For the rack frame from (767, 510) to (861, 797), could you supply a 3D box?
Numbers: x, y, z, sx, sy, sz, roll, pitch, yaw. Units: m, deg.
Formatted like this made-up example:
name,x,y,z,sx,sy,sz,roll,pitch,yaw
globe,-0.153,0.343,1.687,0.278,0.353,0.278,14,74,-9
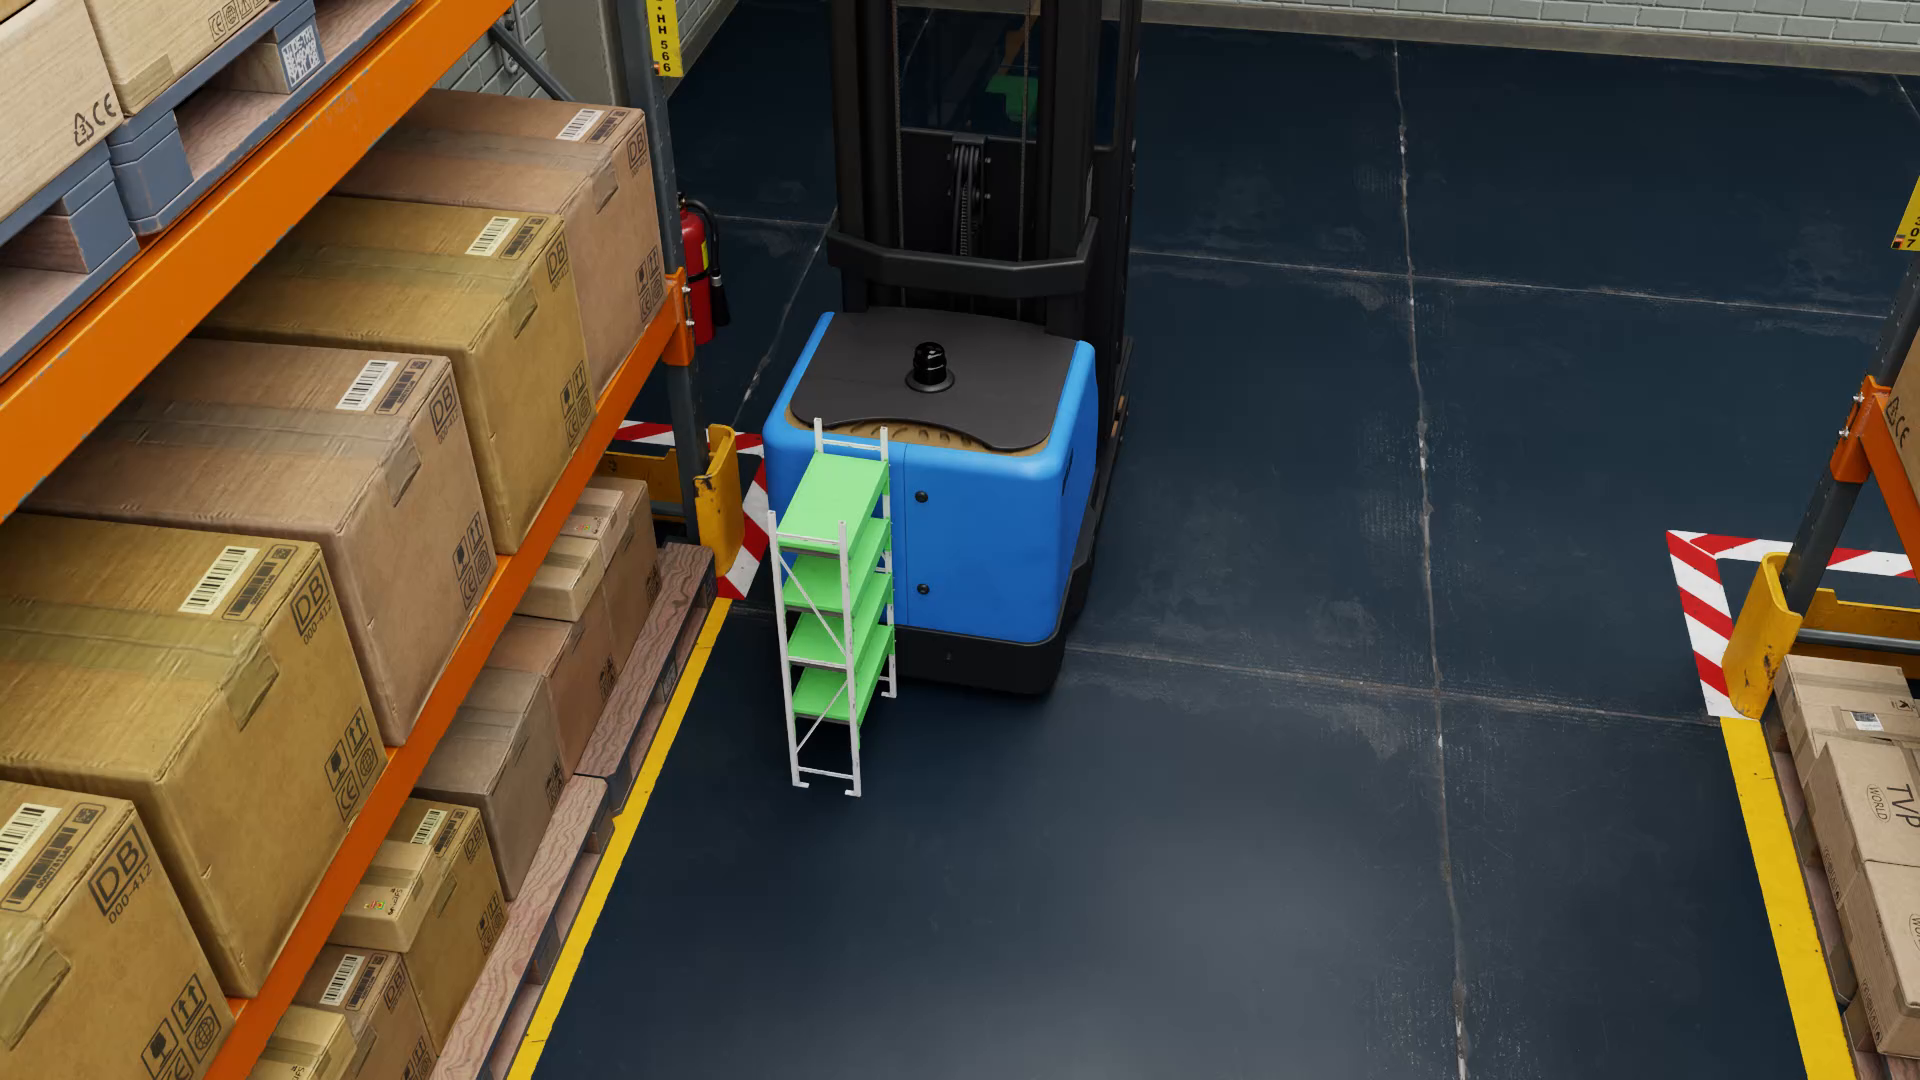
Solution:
name,x,y,z,sx,sy,sz,roll,pitch,yaw
rack frame,-0.457,0.395,5.331,0.240,1.200,0.015,8,40,10

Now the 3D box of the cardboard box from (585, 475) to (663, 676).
name,x,y,z,sx,sy,sz,roll,pitch,yaw
cardboard box,-1.497,0.097,5.911,0.700,0.500,0.500,6,40,8

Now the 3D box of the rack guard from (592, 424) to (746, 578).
name,x,y,z,sx,sy,sz,roll,pitch,yaw
rack guard,-1.470,-0.207,6.607,1.175,0.500,0.348,6,40,8

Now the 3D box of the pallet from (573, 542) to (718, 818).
name,x,y,z,sx,sy,sz,roll,pitch,yaw
pallet,-1.535,0.430,6.064,1.003,0.211,1.213,6,40,8

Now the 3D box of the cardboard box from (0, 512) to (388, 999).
name,x,y,z,sx,sy,sz,roll,pitch,yaw
cardboard box,-1.924,0.444,3.624,0.980,0.700,0.700,5,40,7

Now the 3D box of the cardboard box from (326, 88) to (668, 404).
name,x,y,z,sx,sy,sz,roll,pitch,yaw
cardboard box,-1.552,-0.949,5.309,0.980,0.700,0.700,8,40,10

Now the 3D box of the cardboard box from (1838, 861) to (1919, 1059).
name,x,y,z,sx,sy,sz,roll,pitch,yaw
cardboard box,2.859,1.217,4.737,0.500,0.250,0.500,6,40,8

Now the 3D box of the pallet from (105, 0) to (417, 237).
name,x,y,z,sx,sy,sz,roll,pitch,yaw
pallet,-1.801,-1.042,3.372,1.003,0.211,1.213,6,40,8

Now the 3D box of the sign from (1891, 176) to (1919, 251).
name,x,y,z,sx,sy,sz,roll,pitch,yaw
sign,2.871,-1.004,4.931,0.100,0.325,0.005,6,40,8

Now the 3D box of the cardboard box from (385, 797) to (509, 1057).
name,x,y,z,sx,sy,sz,roll,pitch,yaw
cardboard box,-1.754,1.062,4.743,0.700,0.500,0.500,7,40,9

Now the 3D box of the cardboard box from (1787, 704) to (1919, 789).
name,x,y,z,sx,sy,sz,roll,pitch,yaw
cardboard box,2.951,0.693,5.436,0.380,0.166,0.250,6,40,8

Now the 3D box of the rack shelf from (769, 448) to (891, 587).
name,x,y,z,sx,sy,sz,roll,pitch,yaw
rack shelf,-0.403,-0.077,5.249,0.258,0.148,0.480,8,40,10

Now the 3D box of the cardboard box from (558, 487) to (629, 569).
name,x,y,z,sx,sy,sz,roll,pitch,yaw
cardboard box,-1.339,-0.052,5.582,0.380,0.149,0.250,6,40,7

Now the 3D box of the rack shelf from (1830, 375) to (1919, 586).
name,x,y,z,sx,sy,sz,roll,pitch,yaw
rack shelf,3.060,0.921,3.846,1.077,0.370,4.000,6,40,8

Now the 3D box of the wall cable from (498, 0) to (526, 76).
name,x,y,z,sx,sy,sz,roll,pitch,yaw
wall cable,-2.184,-2.454,6.567,0.084,1.984,1.851,6,40,8

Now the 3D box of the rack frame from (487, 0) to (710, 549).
name,x,y,z,sx,sy,sz,roll,pitch,yaw
rack frame,-1.474,-1.155,5.793,1.000,3.000,0.127,6,40,8

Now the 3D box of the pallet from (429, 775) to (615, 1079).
name,x,y,z,sx,sy,sz,roll,pitch,yaw
pallet,-1.749,1.194,5.141,1.003,0.211,1.213,6,40,8

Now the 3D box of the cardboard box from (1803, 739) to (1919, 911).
name,x,y,z,sx,sy,sz,roll,pitch,yaw
cardboard box,2.946,0.903,5.116,0.500,0.250,0.500,6,40,8

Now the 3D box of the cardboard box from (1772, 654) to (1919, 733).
name,x,y,z,sx,sy,sz,roll,pitch,yaw
cardboard box,2.995,0.543,5.631,0.380,0.149,0.250,6,40,8

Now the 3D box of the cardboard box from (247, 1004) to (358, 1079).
name,x,y,z,sx,sy,sz,roll,pitch,yaw
cardboard box,-1.697,1.254,4.002,0.380,0.149,0.250,8,40,9

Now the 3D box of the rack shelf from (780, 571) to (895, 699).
name,x,y,z,sx,sy,sz,roll,pitch,yaw
rack shelf,-0.403,0.293,5.555,0.258,0.148,0.480,8,40,10

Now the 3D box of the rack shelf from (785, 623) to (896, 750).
name,x,y,z,sx,sy,sz,roll,pitch,yaw
rack shelf,-0.403,0.478,5.708,0.258,0.148,0.480,8,40,10

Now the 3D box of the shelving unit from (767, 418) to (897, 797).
name,x,y,z,sx,sy,sz,roll,pitch,yaw
shelving unit,-0.403,0.243,5.514,0.258,1.200,0.503,8,40,10

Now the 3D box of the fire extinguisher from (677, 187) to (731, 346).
name,x,y,z,sx,sy,sz,roll,pitch,yaw
fire extinguisher,-0.993,-1.025,5.989,0.296,0.674,0.183,6,40,8

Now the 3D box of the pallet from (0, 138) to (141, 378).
name,x,y,z,sx,sy,sz,roll,pitch,yaw
pallet,-2.014,-0.279,2.449,1.003,0.211,1.213,6,40,8

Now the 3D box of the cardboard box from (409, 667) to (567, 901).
name,x,y,z,sx,sy,sz,roll,pitch,yaw
cardboard box,-1.669,0.727,5.149,0.700,0.500,0.500,5,40,6

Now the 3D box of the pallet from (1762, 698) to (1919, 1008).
name,x,y,z,sx,sy,sz,roll,pitch,yaw
pallet,3.256,1.012,5.361,1.003,0.211,1.213,6,40,8

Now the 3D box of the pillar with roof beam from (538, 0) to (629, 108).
name,x,y,z,sx,sy,sz,roll,pitch,yaw
pillar with roof beam,2.381,-4.782,5.472,9.100,9.000,0.400,6,40,8

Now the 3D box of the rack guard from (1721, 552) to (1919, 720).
name,x,y,z,sx,sy,sz,roll,pitch,yaw
rack guard,3.393,0.400,5.874,1.175,0.500,0.348,6,40,8

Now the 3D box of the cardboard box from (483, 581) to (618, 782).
name,x,y,z,sx,sy,sz,roll,pitch,yaw
cardboard box,-1.583,0.411,5.531,0.700,0.500,0.500,6,40,8

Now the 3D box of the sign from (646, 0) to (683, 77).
name,x,y,z,sx,sy,sz,roll,pitch,yaw
sign,-0.942,-1.624,5.265,0.100,0.325,0.005,6,40,8

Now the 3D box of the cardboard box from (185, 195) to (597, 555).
name,x,y,z,sx,sy,sz,roll,pitch,yaw
cardboard box,-1.667,-0.491,4.755,0.980,0.700,0.700,6,40,7

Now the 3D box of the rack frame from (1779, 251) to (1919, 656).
name,x,y,z,sx,sy,sz,roll,pitch,yaw
rack frame,3.406,-0.611,5.135,1.000,3.000,0.127,6,40,8

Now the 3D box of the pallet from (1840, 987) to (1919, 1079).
name,x,y,z,sx,sy,sz,roll,pitch,yaw
pallet,3.042,1.775,4.437,1.003,0.211,1.213,6,40,8

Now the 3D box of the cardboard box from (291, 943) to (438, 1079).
name,x,y,z,sx,sy,sz,roll,pitch,yaw
cardboard box,-1.846,1.384,4.354,0.700,0.500,0.500,6,40,7

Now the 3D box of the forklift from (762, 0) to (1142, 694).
name,x,y,z,sx,sy,sz,roll,pitch,yaw
forklift,0.132,-1.521,6.289,1.130,2.935,3.031,8,40,9

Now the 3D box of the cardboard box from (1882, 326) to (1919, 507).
name,x,y,z,sx,sy,sz,roll,pitch,yaw
cardboard box,3.069,-0.400,4.801,0.500,0.500,0.500,7,40,9

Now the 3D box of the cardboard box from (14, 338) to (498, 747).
name,x,y,z,sx,sy,sz,roll,pitch,yaw
cardboard box,-1.808,-0.014,4.177,0.980,0.700,0.700,5,40,6

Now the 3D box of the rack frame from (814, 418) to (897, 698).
name,x,y,z,sx,sy,sz,roll,pitch,yaw
rack frame,-0.350,0.092,5.698,0.240,1.200,0.015,8,40,10

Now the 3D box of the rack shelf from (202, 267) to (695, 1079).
name,x,y,z,sx,sy,sz,roll,pitch,yaw
rack shelf,-1.820,0.378,4.504,1.077,0.370,4.000,6,40,8

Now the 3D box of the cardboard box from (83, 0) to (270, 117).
name,x,y,z,sx,sy,sz,roll,pitch,yaw
cardboard box,-1.603,-0.989,2.947,0.500,0.250,0.500,5,40,6

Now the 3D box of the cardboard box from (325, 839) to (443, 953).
name,x,y,z,sx,sy,sz,roll,pitch,yaw
cardboard box,-1.607,0.927,4.398,0.380,0.149,0.250,5,40,6

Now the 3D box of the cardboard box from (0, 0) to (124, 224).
name,x,y,z,sx,sy,sz,roll,pitch,yaw
cardboard box,-1.685,-0.666,2.557,0.500,0.250,0.500,6,40,7

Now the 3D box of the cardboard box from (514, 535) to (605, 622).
name,x,y,z,sx,sy,sz,roll,pitch,yaw
cardboard box,-1.383,0.108,5.388,0.380,0.149,0.250,7,40,9

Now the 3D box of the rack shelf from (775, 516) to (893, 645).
name,x,y,z,sx,sy,sz,roll,pitch,yaw
rack shelf,-0.403,0.108,5.402,0.258,0.148,0.480,8,40,10

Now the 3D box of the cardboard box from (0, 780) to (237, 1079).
name,x,y,z,sx,sy,sz,roll,pitch,yaw
cardboard box,-2.056,0.901,3.070,0.980,0.700,0.700,7,40,8
